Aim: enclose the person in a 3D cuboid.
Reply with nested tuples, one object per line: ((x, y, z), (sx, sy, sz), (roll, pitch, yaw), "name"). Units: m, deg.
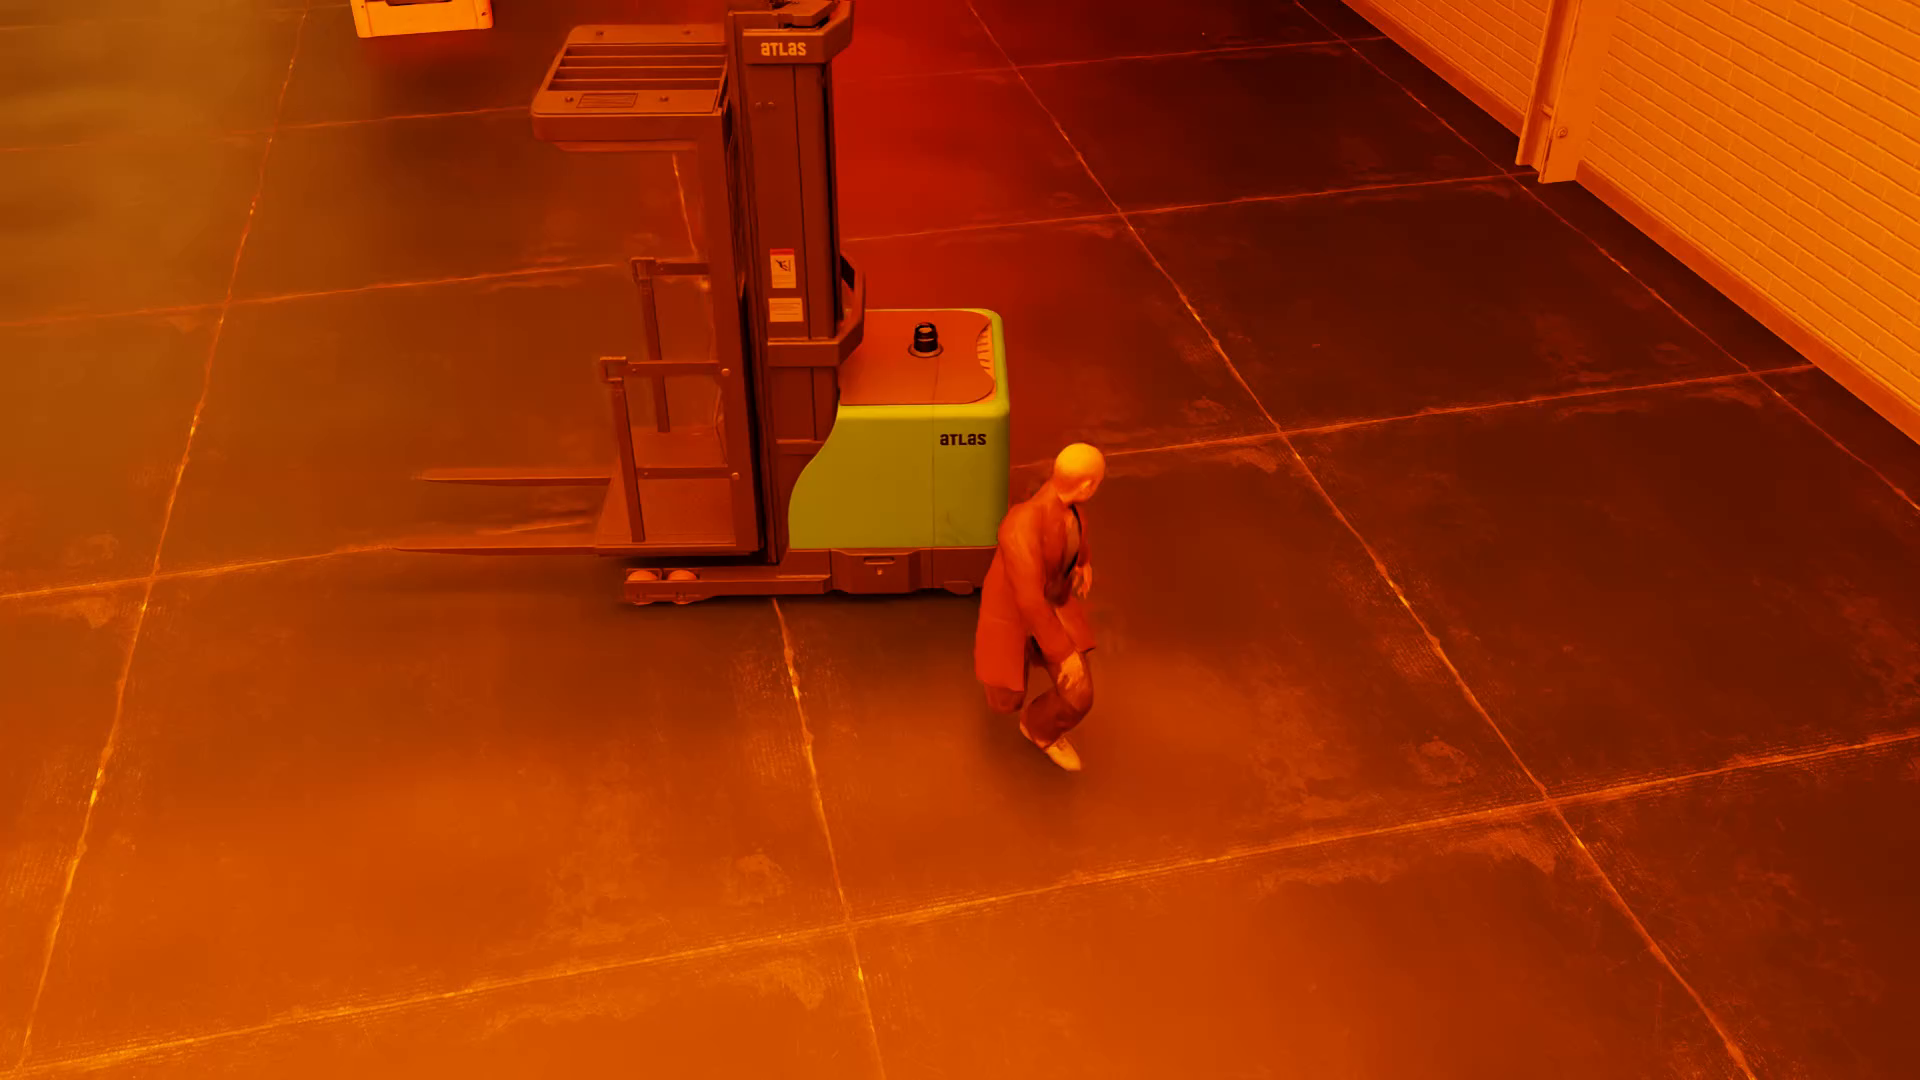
((0.352, 0.229, 6.957), (0.712, 1.552, 0.864), (-21, 41, -26), "person")

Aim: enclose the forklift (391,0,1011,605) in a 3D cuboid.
((-1.279, -1.187, 7.700), (3.031, 2.935, 1.130), (-1, 36, -1), "forklift")
